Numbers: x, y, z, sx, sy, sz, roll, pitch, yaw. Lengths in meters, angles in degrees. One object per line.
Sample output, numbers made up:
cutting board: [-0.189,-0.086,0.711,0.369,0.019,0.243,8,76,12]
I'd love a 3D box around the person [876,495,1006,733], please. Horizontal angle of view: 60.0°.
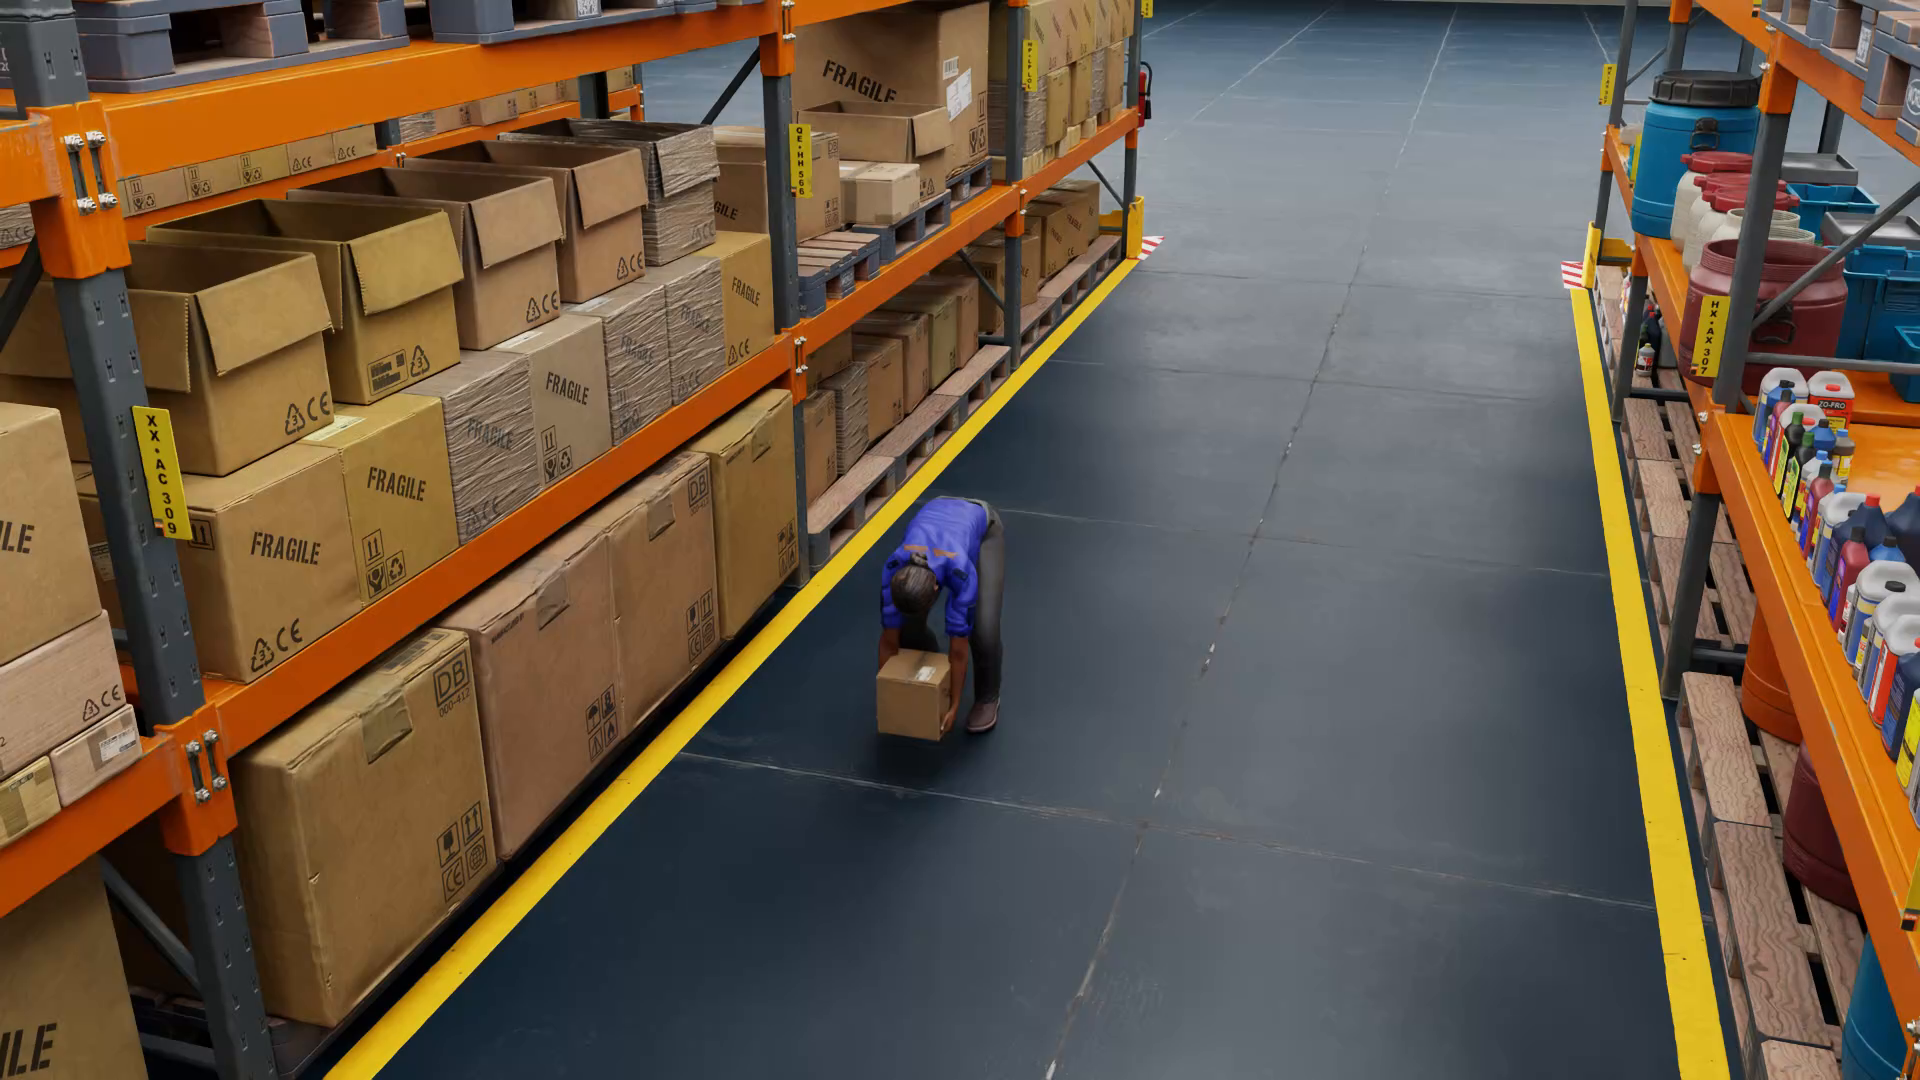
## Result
person: [-0.079,0.361,6.648,0.446,0.954,0.877,7,23,16]
